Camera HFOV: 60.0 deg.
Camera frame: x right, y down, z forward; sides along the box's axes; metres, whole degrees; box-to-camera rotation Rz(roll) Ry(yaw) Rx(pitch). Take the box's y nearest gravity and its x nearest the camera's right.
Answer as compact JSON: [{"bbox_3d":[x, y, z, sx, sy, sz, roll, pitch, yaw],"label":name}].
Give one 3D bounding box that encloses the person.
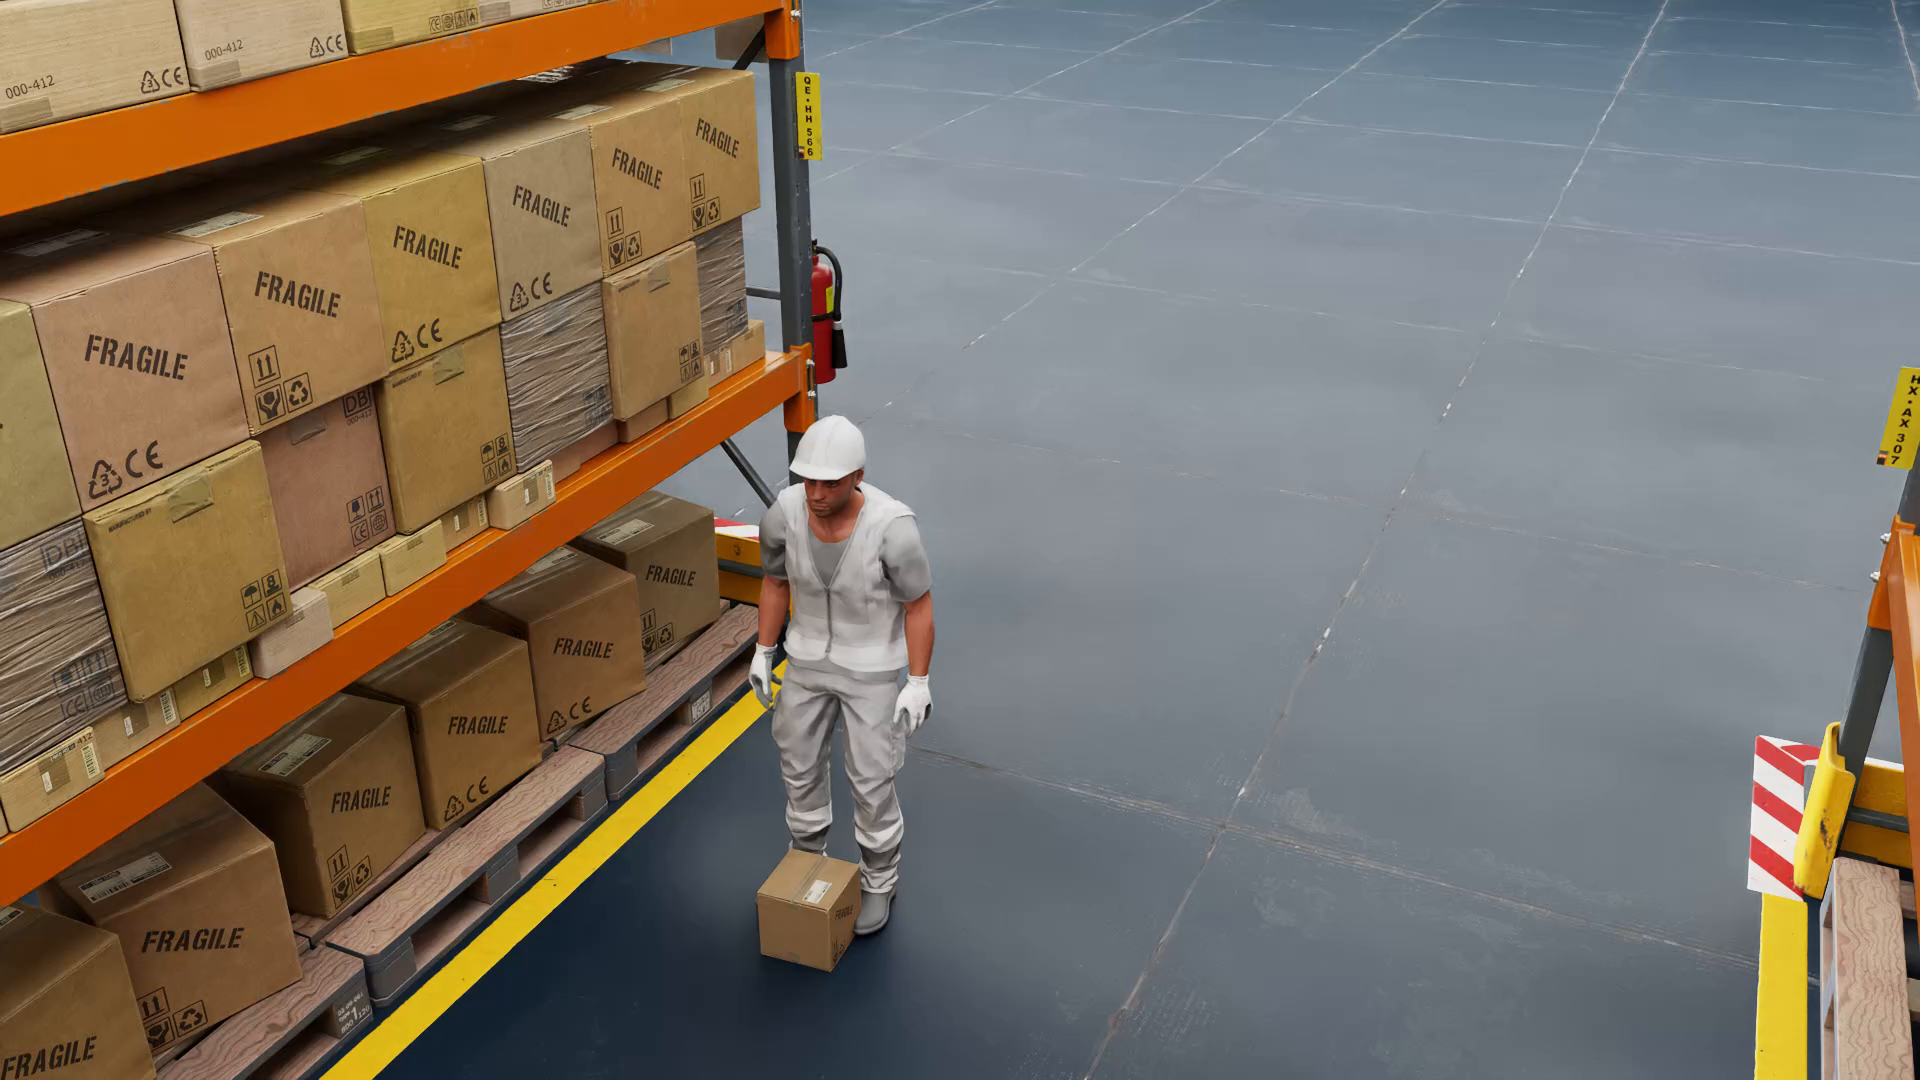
[{"bbox_3d":[-0.376,0.422,5.226,0.617,1.778,0.453,9,27,19],"label":"person"}]
